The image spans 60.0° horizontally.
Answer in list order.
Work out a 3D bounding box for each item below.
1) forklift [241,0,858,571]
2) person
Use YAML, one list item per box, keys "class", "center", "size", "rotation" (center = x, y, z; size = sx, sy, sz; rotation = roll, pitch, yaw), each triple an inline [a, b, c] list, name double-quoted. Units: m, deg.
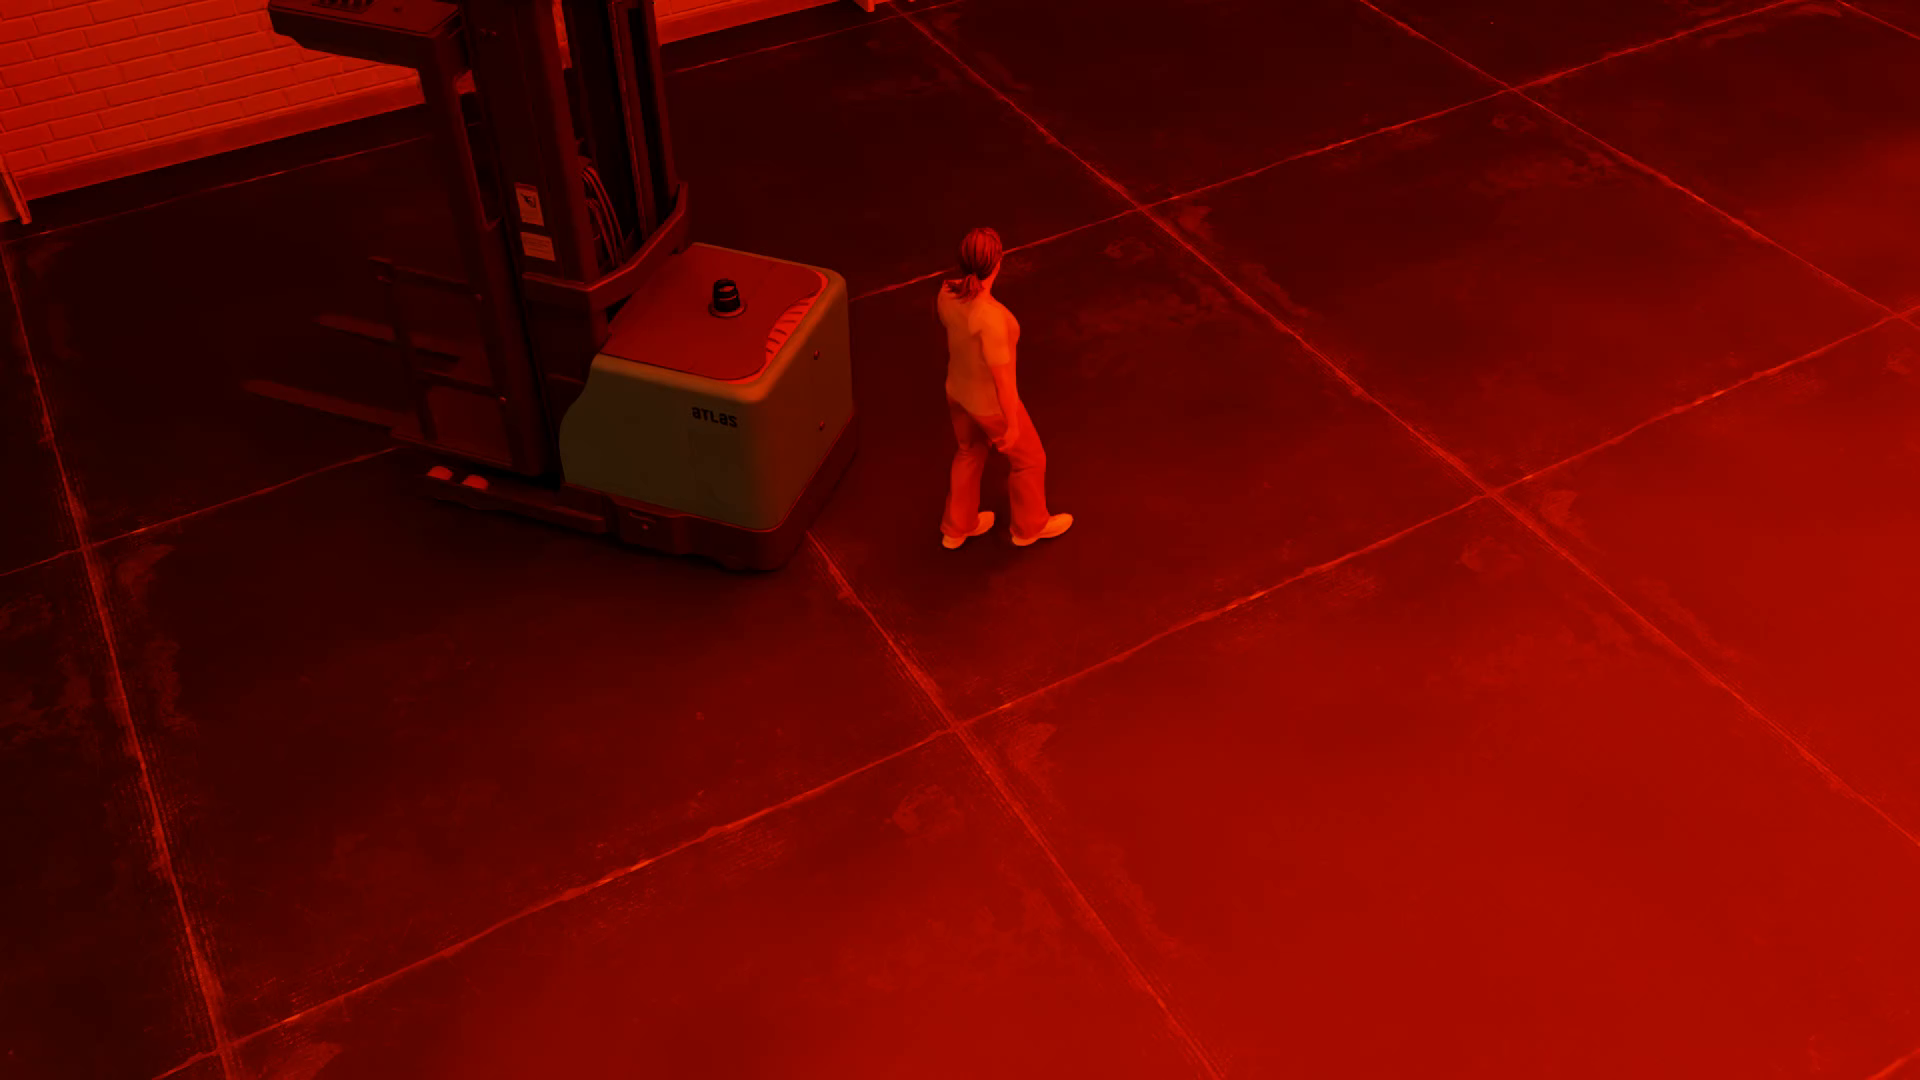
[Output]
- class: "forklift"
  center: [-2.077, -1.545, 7.363]
  size: [3.031, 2.935, 1.130]
  rotation: [14, 45, 14]
- class: "person"
  center: [0.167, -0.673, 7.366]
  size: [0.578, 1.652, 0.599]
  rotation: [-27, 49, -26]
